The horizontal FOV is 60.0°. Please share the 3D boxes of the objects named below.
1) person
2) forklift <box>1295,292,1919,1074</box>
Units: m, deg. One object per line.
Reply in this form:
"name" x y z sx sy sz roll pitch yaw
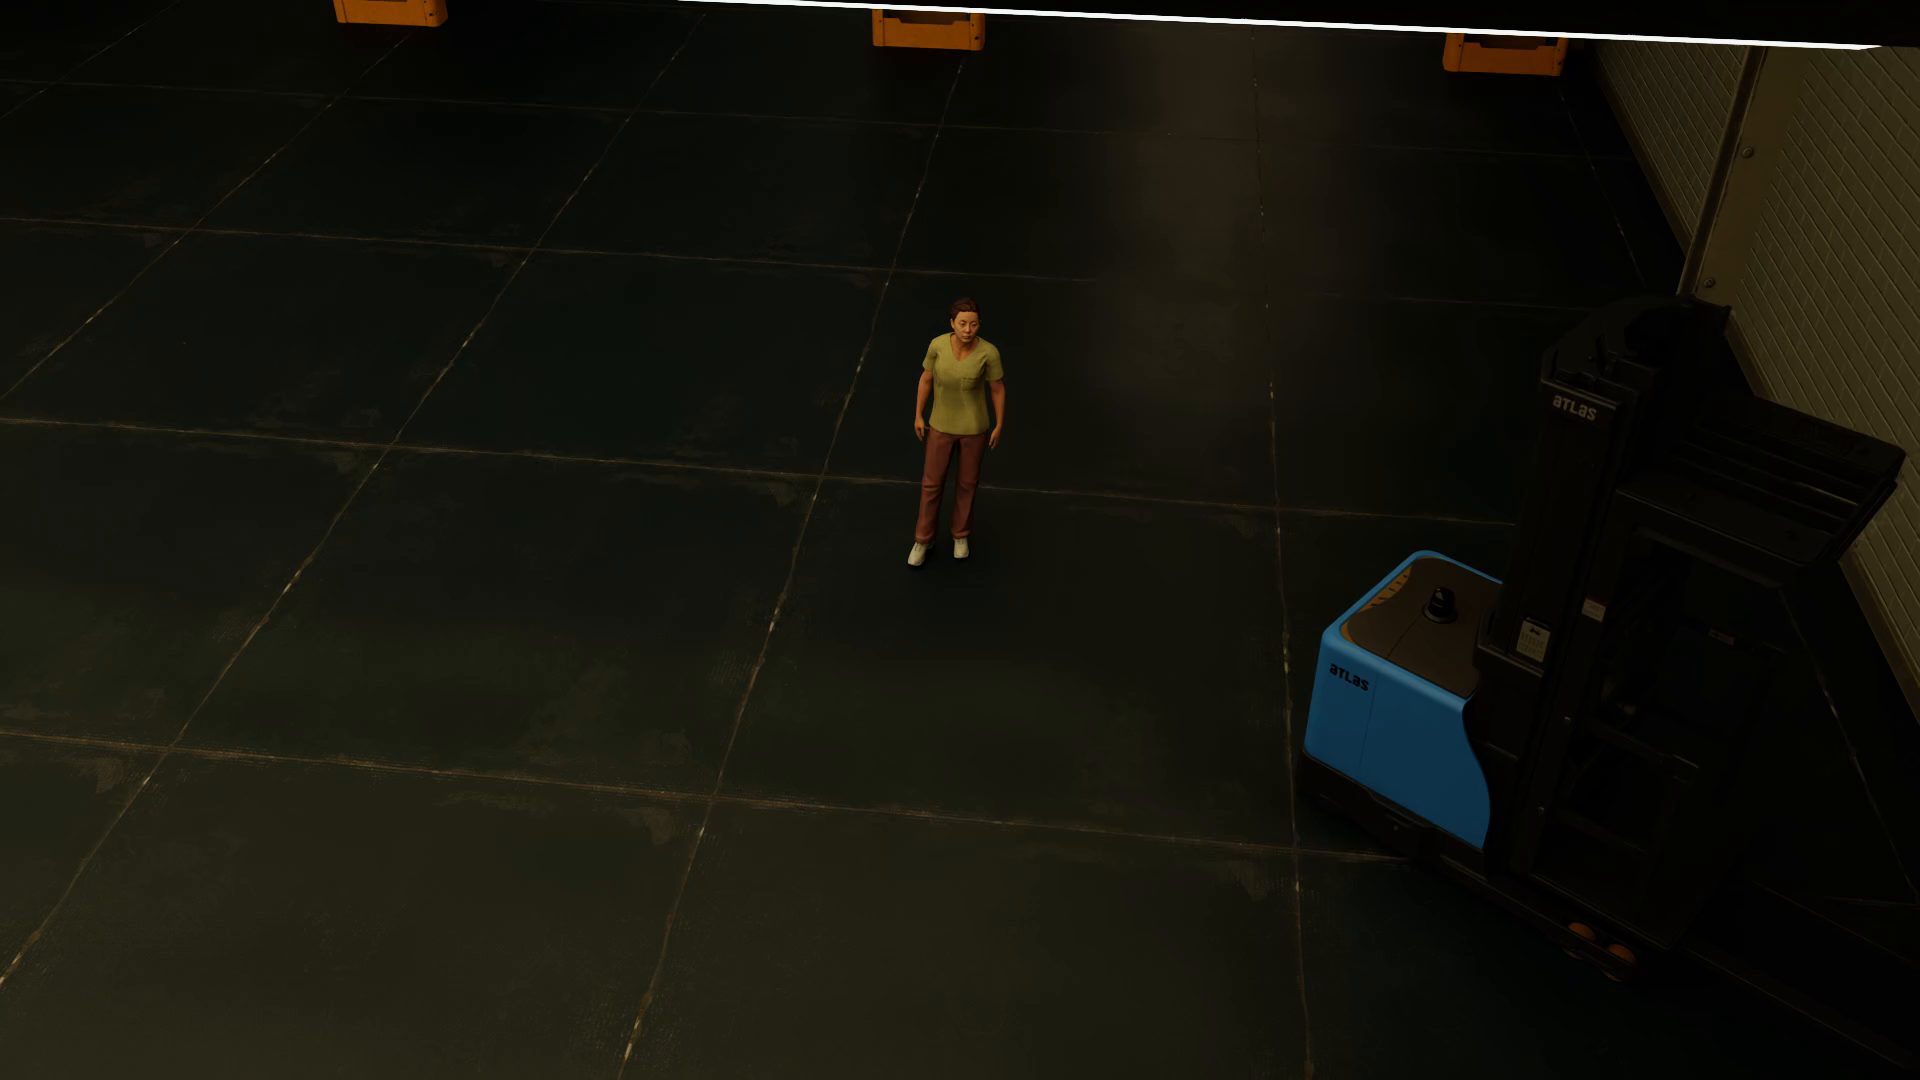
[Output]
"person" -0.020 -0.637 9.941 0.555 1.674 0.549 4 37 6
"forklift" 3.179 0.512 7.335 3.031 2.935 1.130 28 45 33
